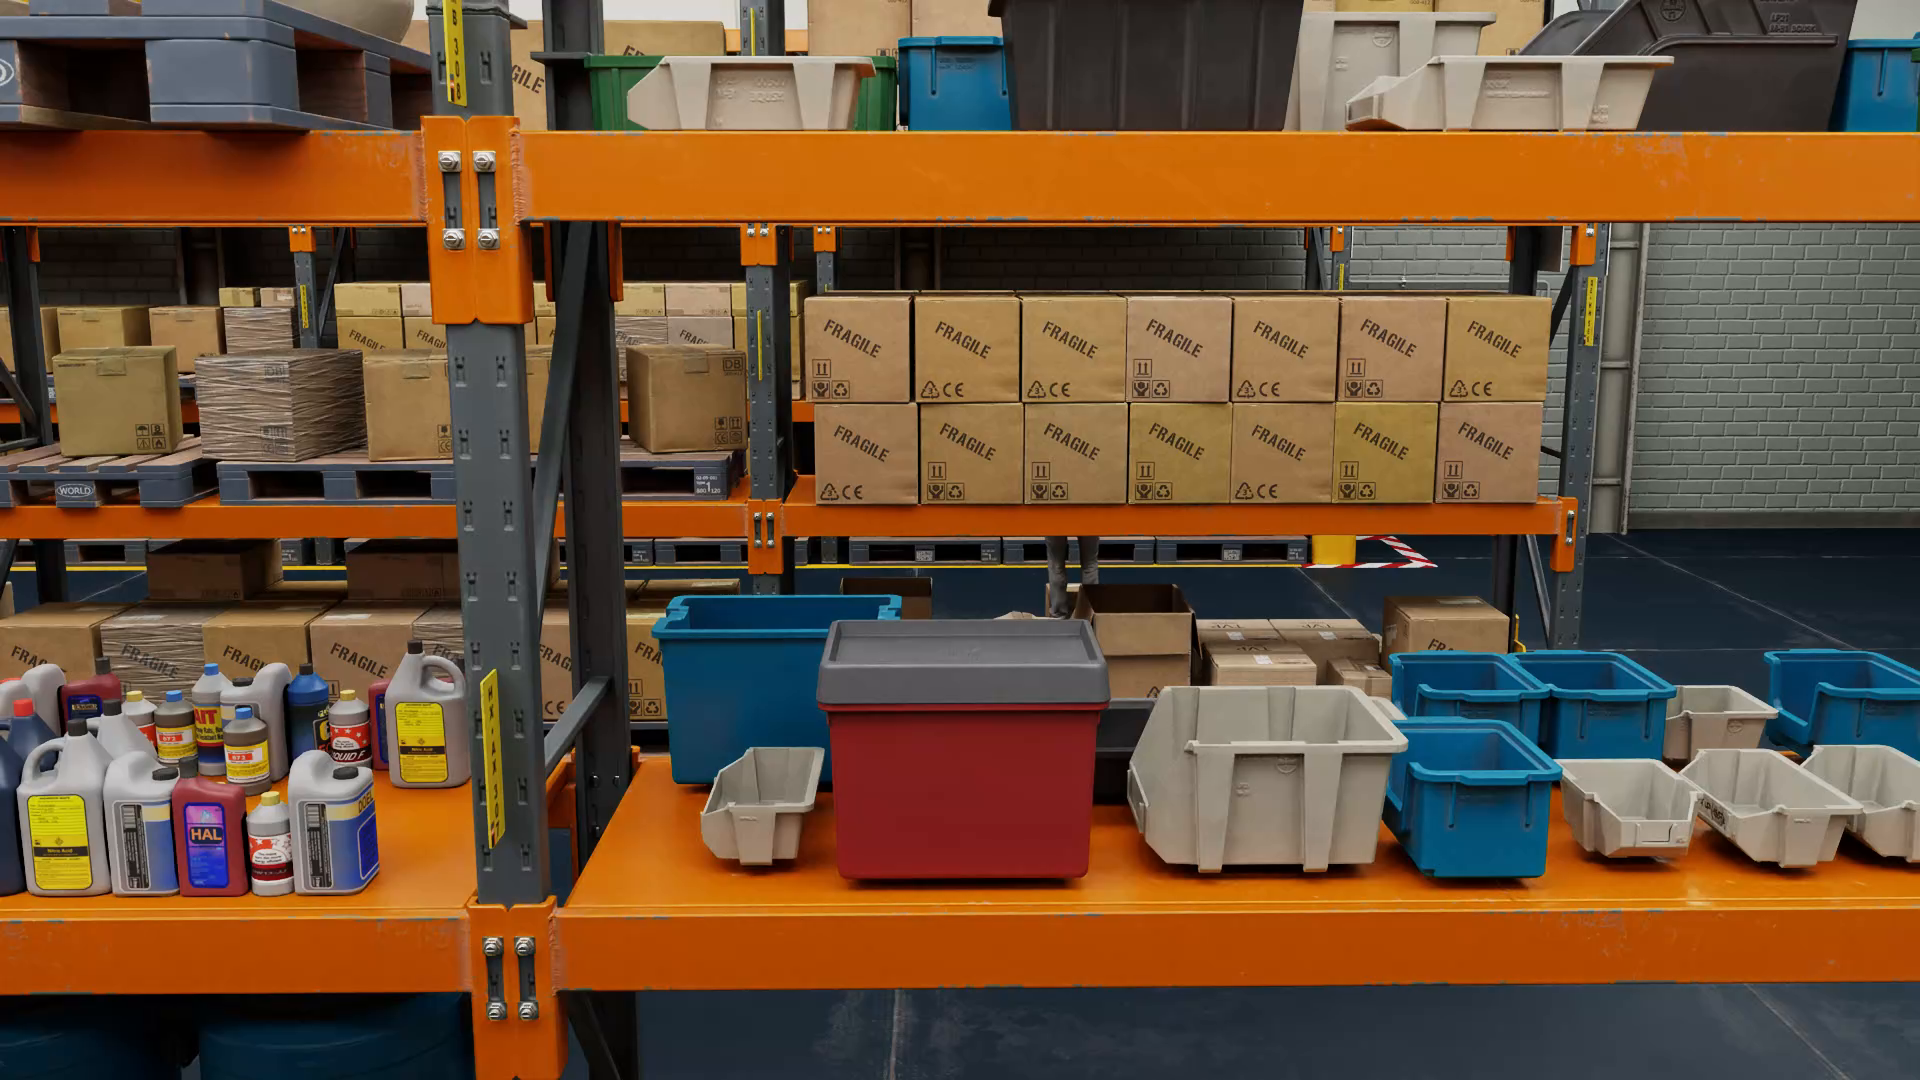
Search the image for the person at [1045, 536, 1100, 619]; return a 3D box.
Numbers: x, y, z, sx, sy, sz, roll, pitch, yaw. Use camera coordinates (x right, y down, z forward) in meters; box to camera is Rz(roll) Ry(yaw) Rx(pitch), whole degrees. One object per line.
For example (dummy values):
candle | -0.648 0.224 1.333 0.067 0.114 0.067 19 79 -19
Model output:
person | 0.730 -0.170 10.888 0.462 1.582 0.364 0 11 -1
